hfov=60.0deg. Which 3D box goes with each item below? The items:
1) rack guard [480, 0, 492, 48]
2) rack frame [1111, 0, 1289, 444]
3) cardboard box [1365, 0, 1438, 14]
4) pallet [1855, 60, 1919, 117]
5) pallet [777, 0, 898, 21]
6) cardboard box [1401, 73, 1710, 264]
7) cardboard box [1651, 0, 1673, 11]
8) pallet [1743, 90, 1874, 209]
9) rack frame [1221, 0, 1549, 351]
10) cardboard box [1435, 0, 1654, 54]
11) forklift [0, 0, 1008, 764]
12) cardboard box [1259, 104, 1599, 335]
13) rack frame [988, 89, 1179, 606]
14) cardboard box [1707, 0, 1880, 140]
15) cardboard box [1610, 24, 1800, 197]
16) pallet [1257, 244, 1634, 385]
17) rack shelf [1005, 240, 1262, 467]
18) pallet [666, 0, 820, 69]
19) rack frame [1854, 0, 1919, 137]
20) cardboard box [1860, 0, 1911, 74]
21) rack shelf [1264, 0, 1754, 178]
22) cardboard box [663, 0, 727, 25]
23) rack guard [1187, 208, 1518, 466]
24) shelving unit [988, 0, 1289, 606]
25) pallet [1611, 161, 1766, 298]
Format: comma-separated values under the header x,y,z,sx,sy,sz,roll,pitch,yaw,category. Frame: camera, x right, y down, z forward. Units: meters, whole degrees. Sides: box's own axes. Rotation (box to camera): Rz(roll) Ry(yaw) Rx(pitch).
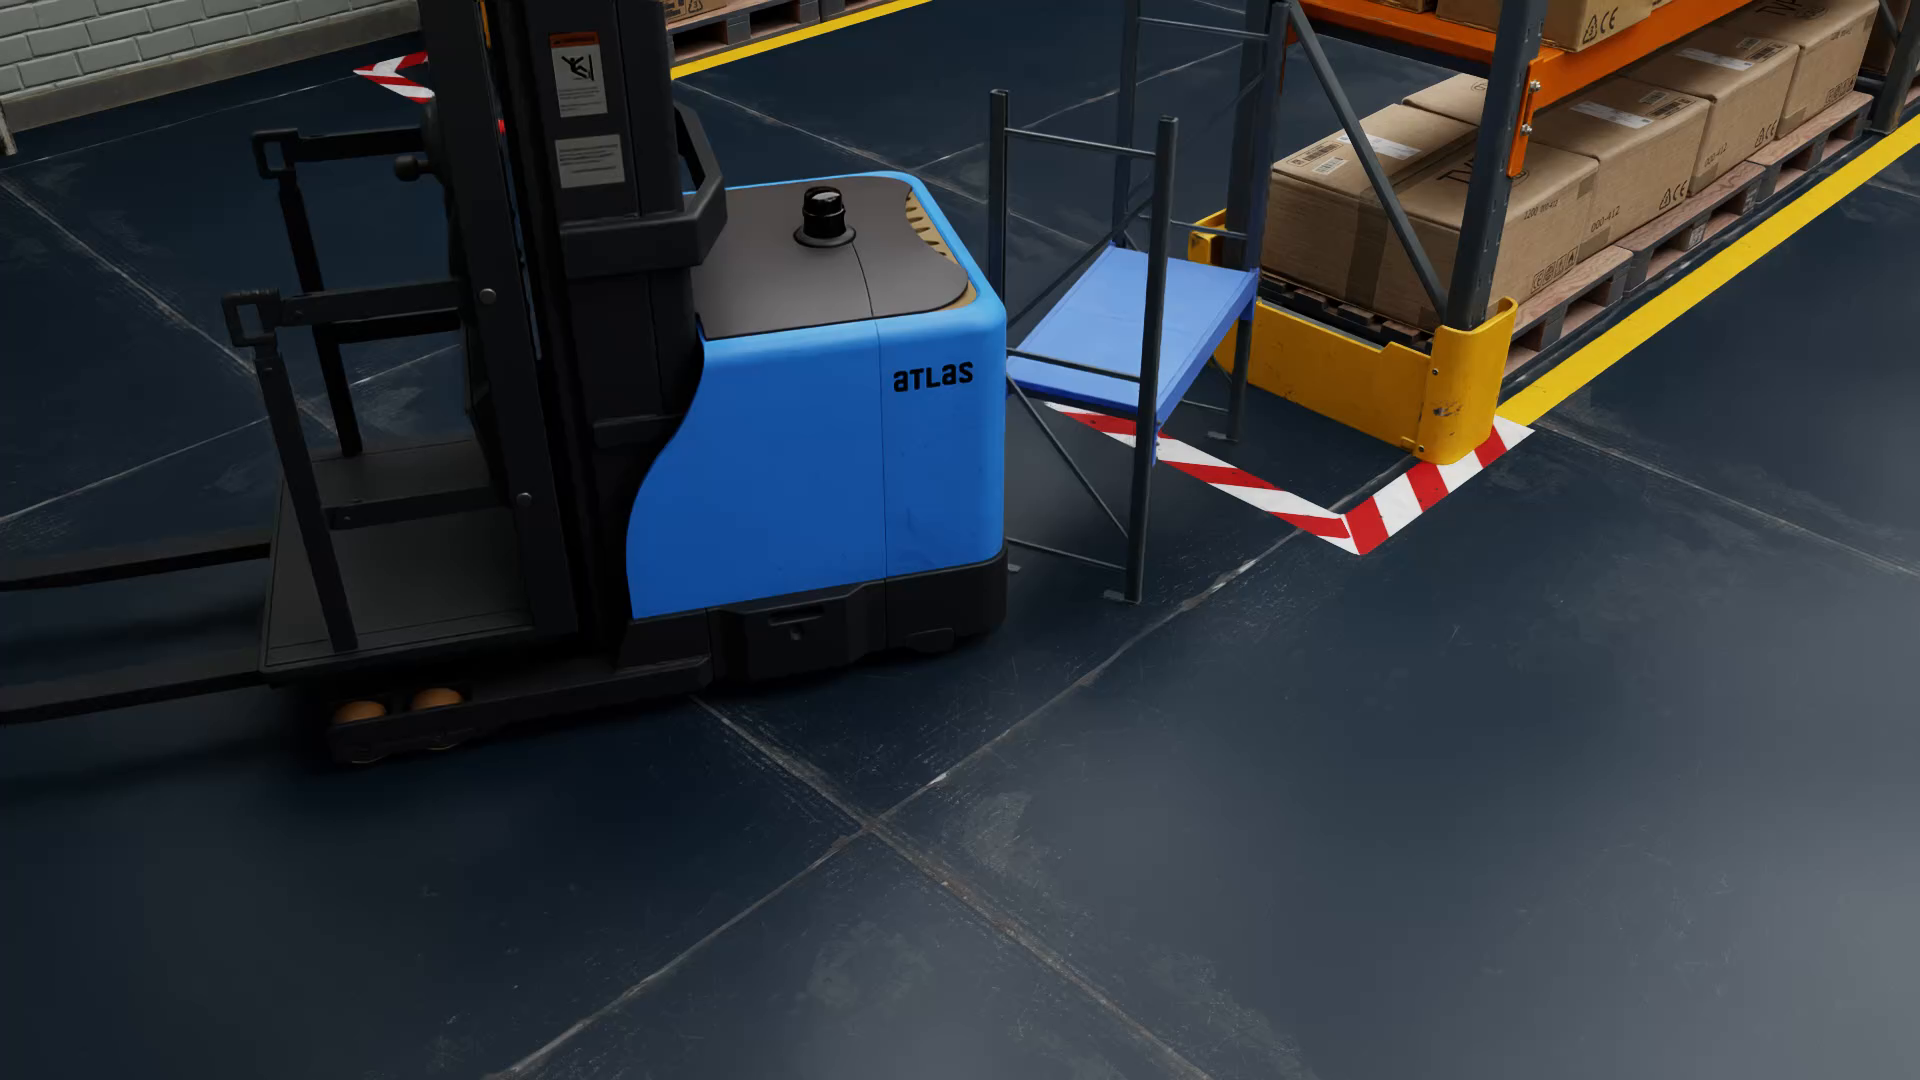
x,y,z,sx,sy,sz,roll,pitch,yaw,category
-2.120,-2.785,8.807,1.175,0.500,0.348,30,45,35,rack guard
0.734,-1.013,5.392,0.500,1.500,0.032,15,38,20,rack frame
1.504,-2.124,5.587,0.500,0.500,0.500,-30,45,-35,cardboard box
4.660,-2.605,8.800,1.003,0.211,1.213,30,45,35,pallet
-0.699,-3.484,10.061,1.003,0.211,1.213,30,45,35,pallet
2.385,-1.585,6.774,0.875,0.438,0.875,-29,44,-34,cardboard box
2.230,-2.118,5.577,0.500,0.500,0.500,29,44,35,cardboard box
3.579,-1.984,7.910,1.003,0.211,1.213,30,45,35,pallet
1.352,-1.781,5.181,1.000,3.000,0.127,30,45,35,rack frame
1.894,-1.901,5.266,0.500,0.500,0.500,29,44,35,cardboard box
-1.440,-0.947,4.046,3.031,2.935,1.130,-9,36,-13,forklift
1.746,-1.210,6.236,0.875,0.438,0.875,28,44,34,cardboard box
0.310,-0.485,4.634,0.500,1.500,0.032,15,38,20,rack frame
3.651,-2.314,7.819,0.875,0.438,0.875,29,44,35,cardboard box
3.021,-1.951,7.298,0.875,0.438,0.875,28,44,34,cardboard box
1.859,-0.993,6.490,1.003,0.211,1.213,30,45,35,pallet
0.522,-0.602,5.116,0.538,0.185,1.000,15,38,20,rack shelf
-1.559,-2.991,9.354,1.003,0.211,1.213,30,45,35,pallet
4.170,-3.405,7.510,1.000,3.000,0.127,30,45,35,rack frame
4.550,-2.989,8.404,0.875,0.875,0.875,-28,44,-34,cardboard box
2.761,-2.298,6.551,1.077,0.370,4.000,30,45,35,rack shelf
-1.675,-3.138,8.943,0.797,0.503,0.637,28,43,34,cardboard box
1.335,-0.746,5.882,1.175,0.500,0.348,30,45,35,rack guard
0.522,-0.749,5.013,0.538,1.500,1.048,15,38,20,shelving unit
2.719,-1.486,7.196,1.003,0.211,1.213,30,45,35,pallet
